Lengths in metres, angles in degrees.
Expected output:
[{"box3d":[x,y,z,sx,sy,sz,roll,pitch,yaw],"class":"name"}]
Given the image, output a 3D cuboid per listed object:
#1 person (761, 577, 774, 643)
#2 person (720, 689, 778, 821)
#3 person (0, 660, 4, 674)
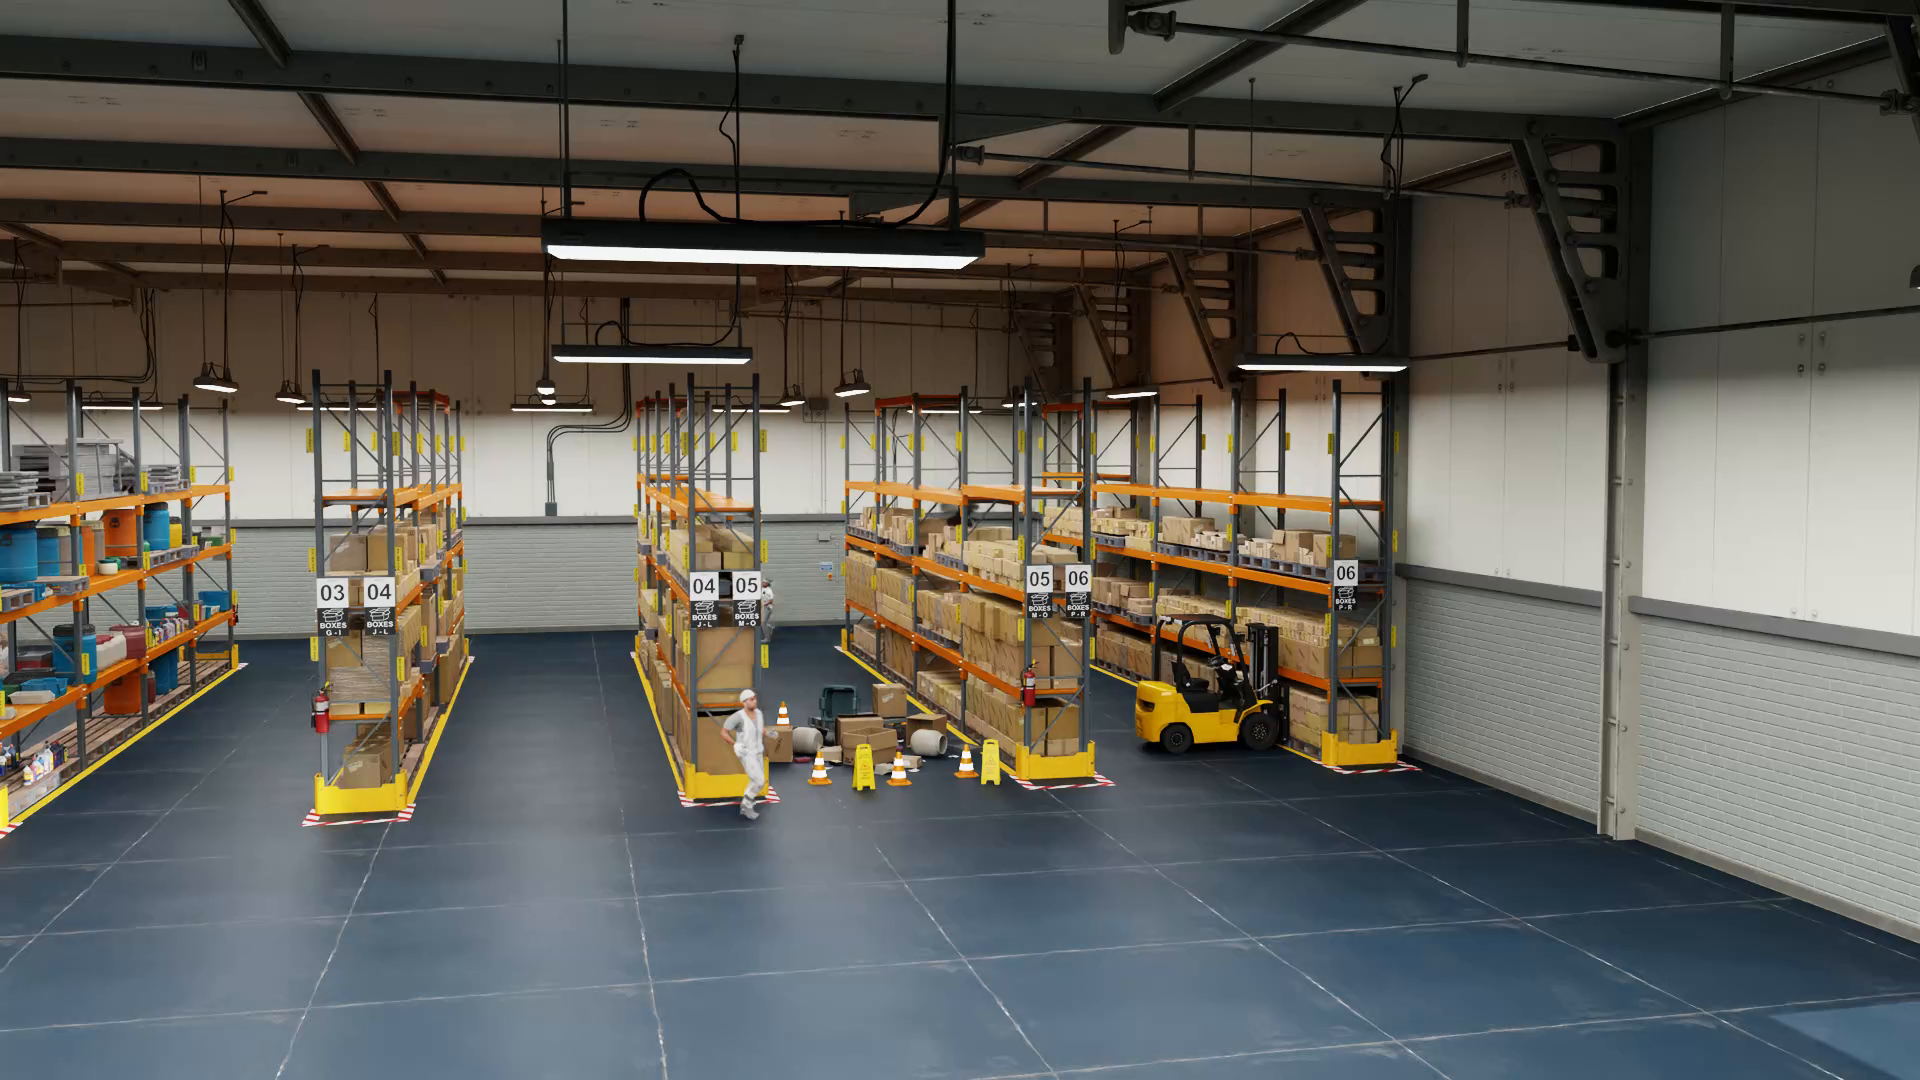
[{"box3d":[-4.922,1.761,41.984,0.558,1.652,0.574,-2,4,-35],"class":"person"},{"box3d":[-2.756,2.854,22.007,0.661,1.761,0.664,2,4,32],"class":"person"},{"box3d":[-16.922,2.528,28.831,0.560,1.609,0.577,-1,3,-16],"class":"person"}]
